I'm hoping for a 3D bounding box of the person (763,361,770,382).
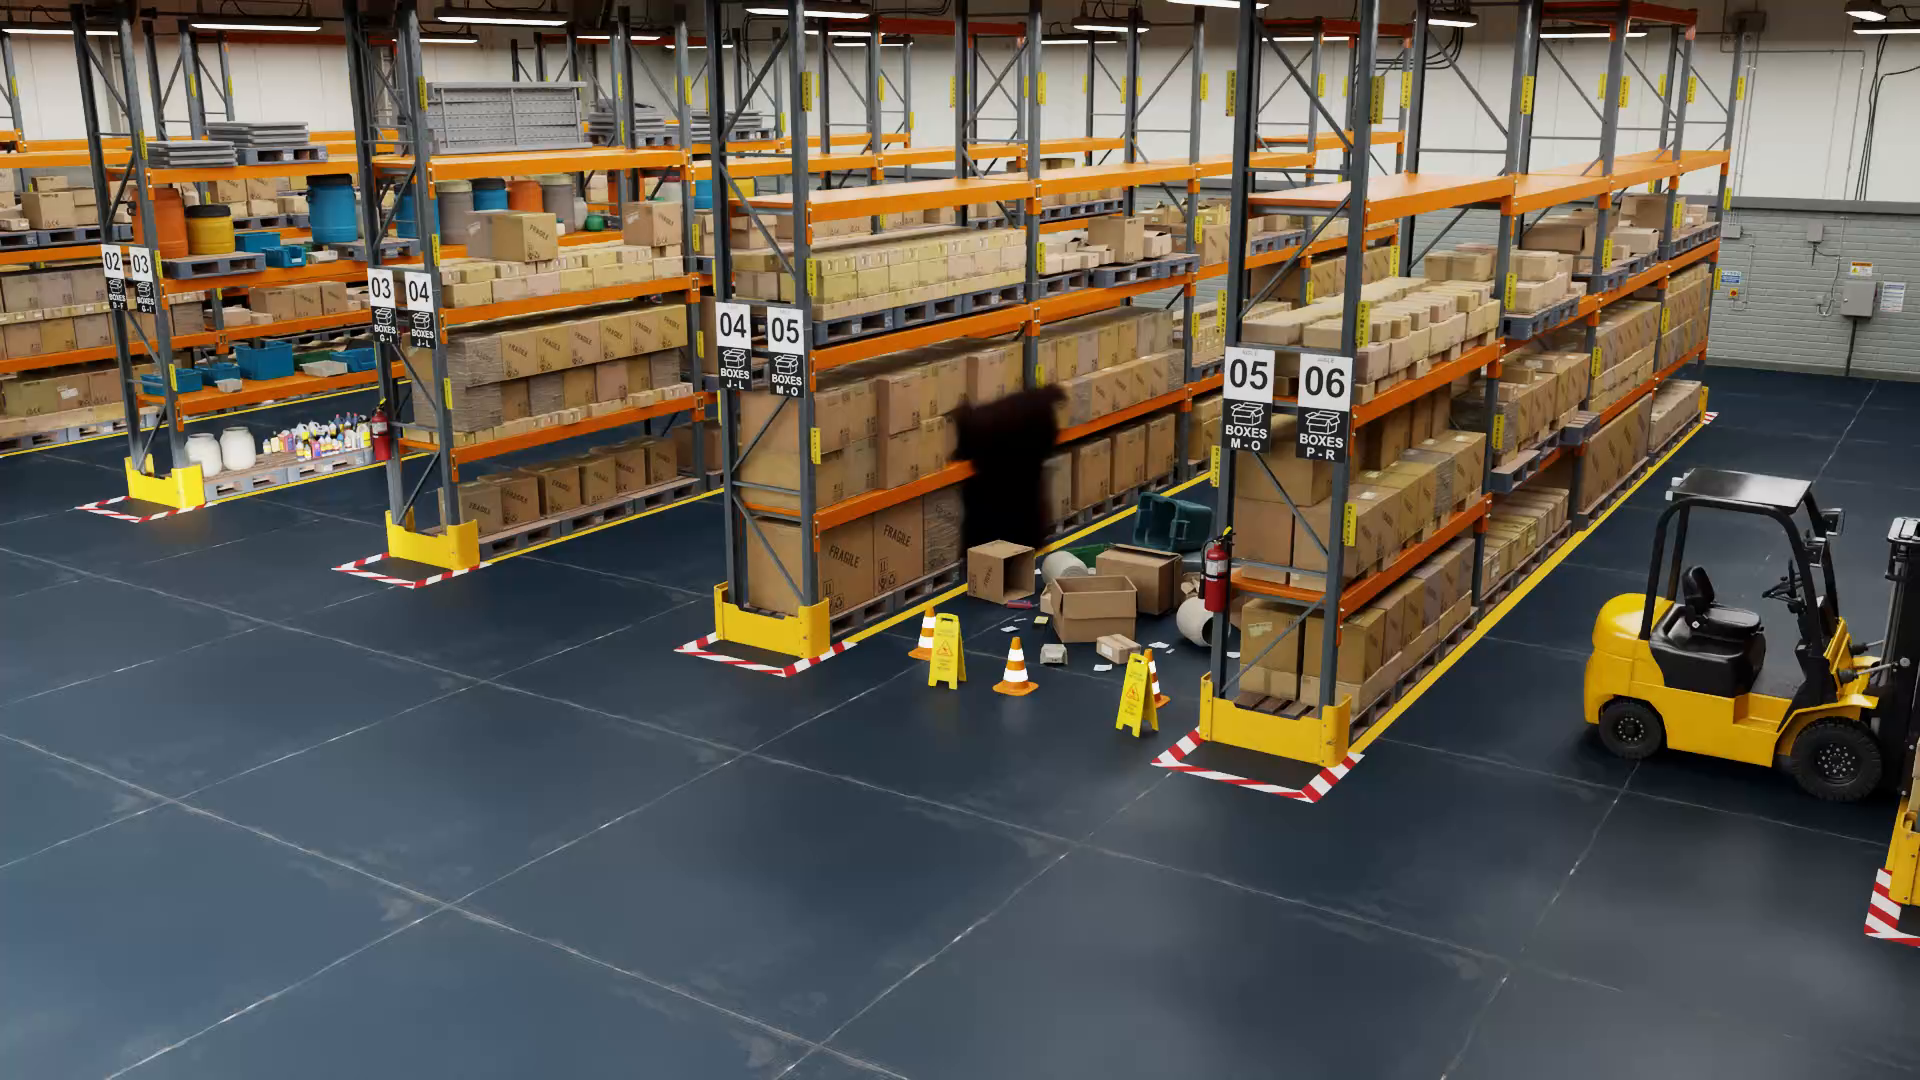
[{"bbox_3d":[-2.211,-1.642,20.829,0.431,1.713,0.567,6,17,21],"label":"person"}]
